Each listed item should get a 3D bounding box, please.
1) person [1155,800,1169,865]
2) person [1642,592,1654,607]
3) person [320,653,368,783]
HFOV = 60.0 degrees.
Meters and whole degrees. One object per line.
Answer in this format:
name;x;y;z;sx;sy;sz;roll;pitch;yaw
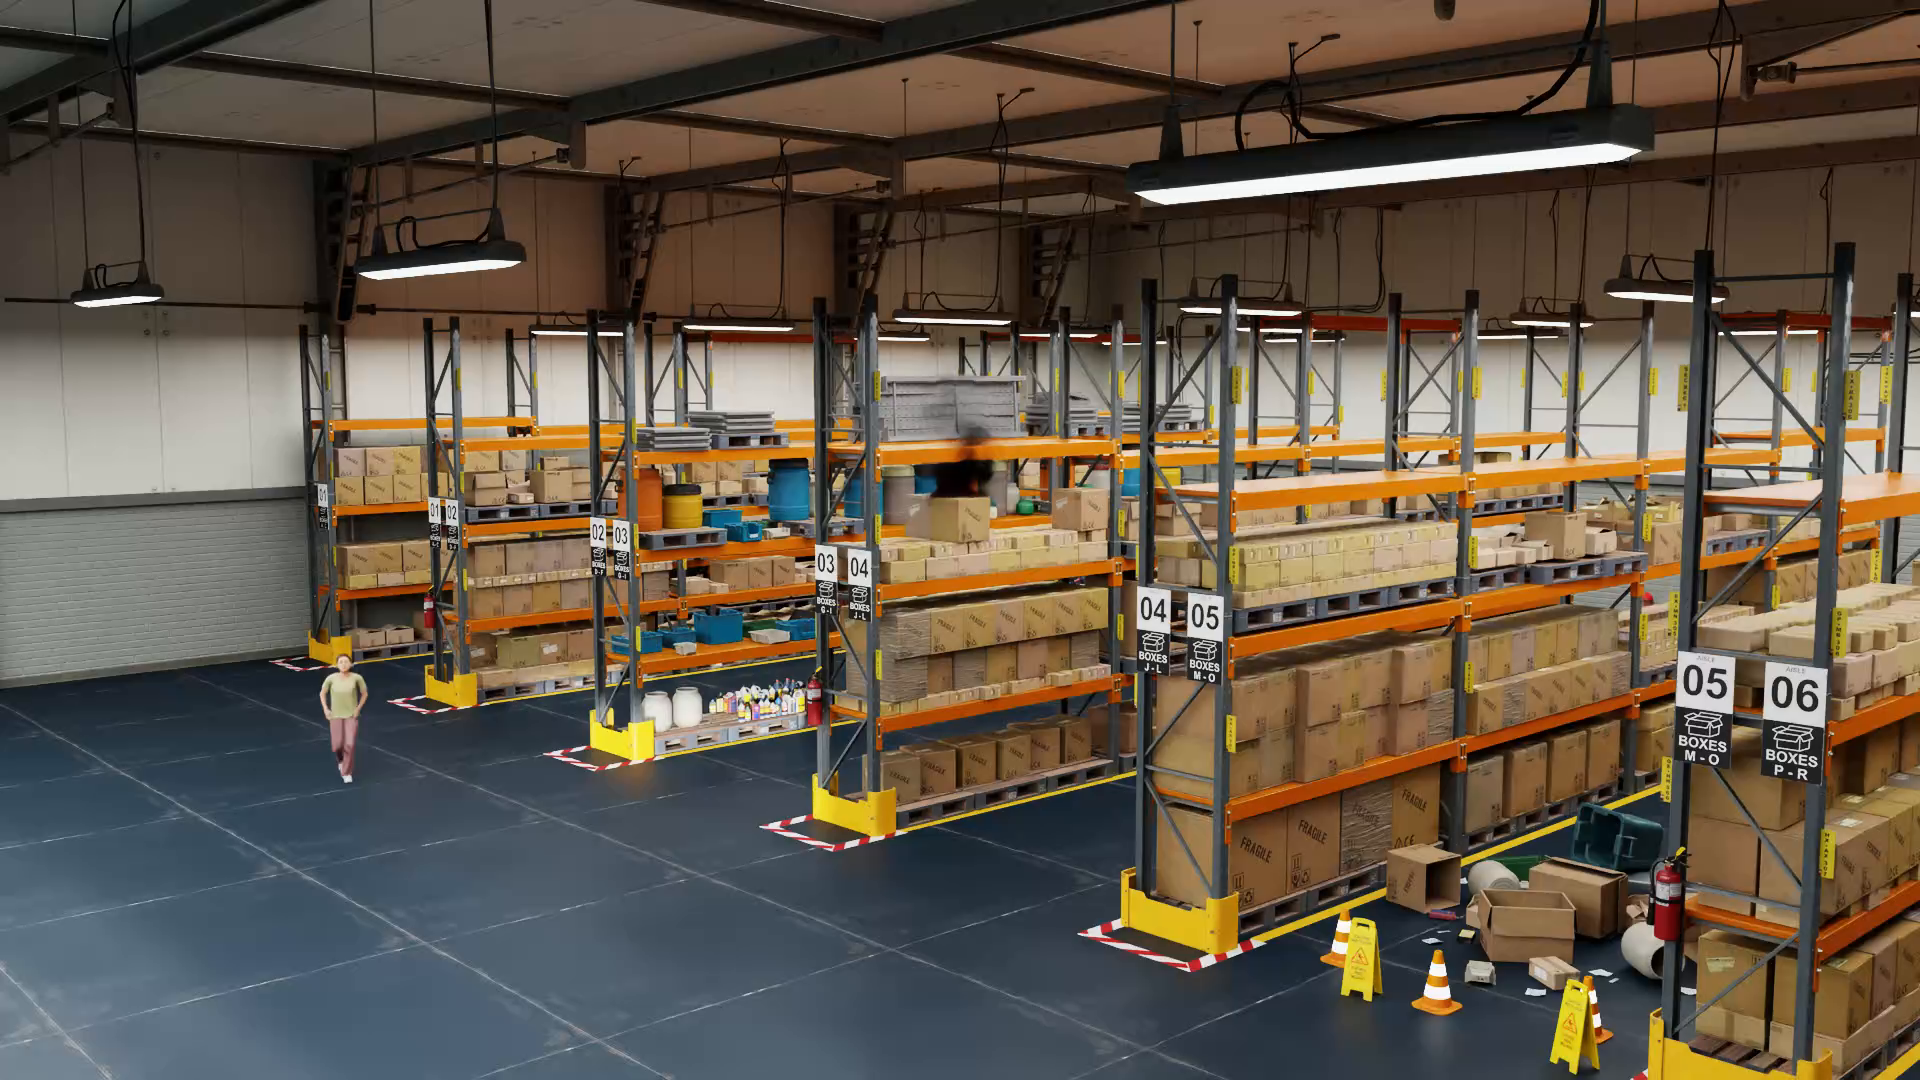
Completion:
person;2.362;2.530;17.534;0.671;1.708;0.844;5;8;43
person;10.427;1.705;25.401;0.799;1.846;0.651;-6;8;-44
person;-7.780;2.236;21.029;0.575;1.632;0.535;-2;6;-16
